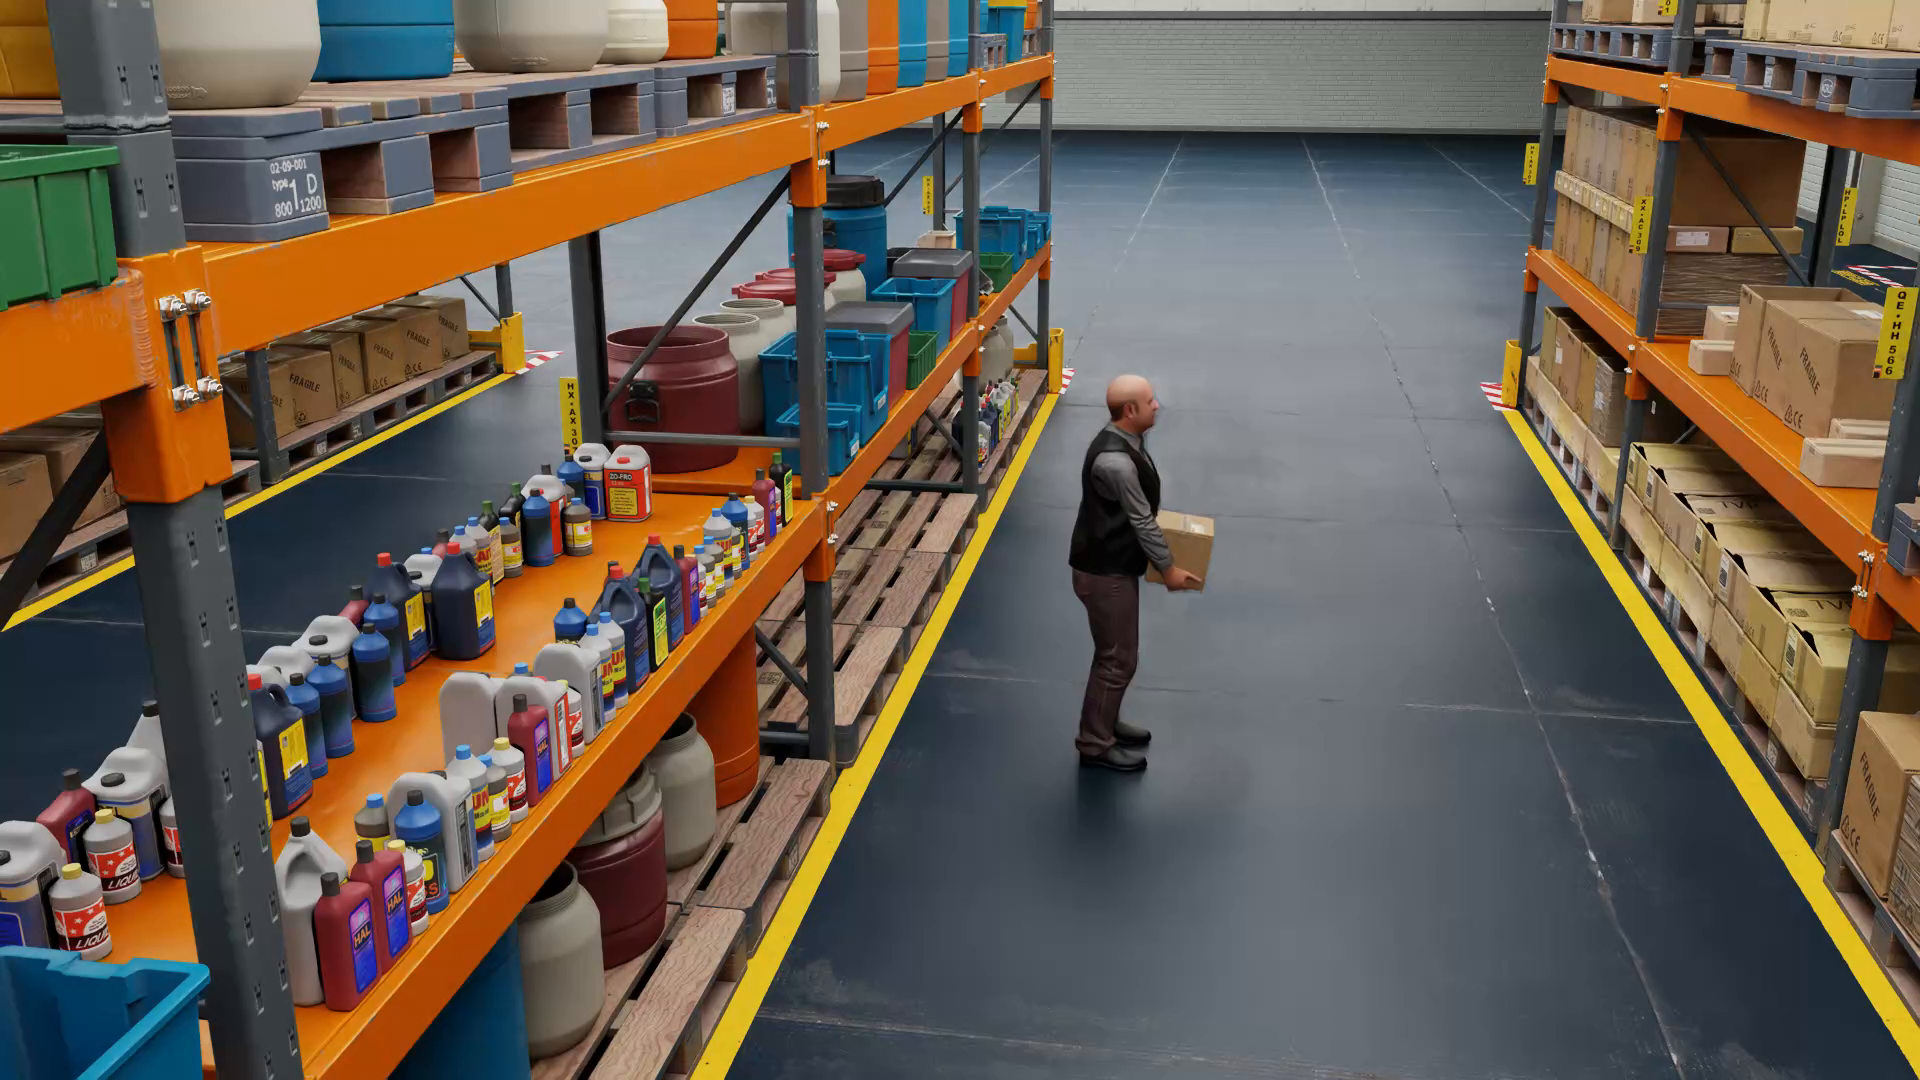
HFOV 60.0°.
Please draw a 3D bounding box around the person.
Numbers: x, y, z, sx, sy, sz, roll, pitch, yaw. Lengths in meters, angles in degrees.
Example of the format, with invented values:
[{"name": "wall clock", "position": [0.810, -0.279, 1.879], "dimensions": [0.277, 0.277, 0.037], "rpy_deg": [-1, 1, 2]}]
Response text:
[{"name": "person", "position": [0.755, 0.135, 7.186], "dimensions": [0.567, 1.719, 0.493], "rpy_deg": [3, 18, 8]}]
